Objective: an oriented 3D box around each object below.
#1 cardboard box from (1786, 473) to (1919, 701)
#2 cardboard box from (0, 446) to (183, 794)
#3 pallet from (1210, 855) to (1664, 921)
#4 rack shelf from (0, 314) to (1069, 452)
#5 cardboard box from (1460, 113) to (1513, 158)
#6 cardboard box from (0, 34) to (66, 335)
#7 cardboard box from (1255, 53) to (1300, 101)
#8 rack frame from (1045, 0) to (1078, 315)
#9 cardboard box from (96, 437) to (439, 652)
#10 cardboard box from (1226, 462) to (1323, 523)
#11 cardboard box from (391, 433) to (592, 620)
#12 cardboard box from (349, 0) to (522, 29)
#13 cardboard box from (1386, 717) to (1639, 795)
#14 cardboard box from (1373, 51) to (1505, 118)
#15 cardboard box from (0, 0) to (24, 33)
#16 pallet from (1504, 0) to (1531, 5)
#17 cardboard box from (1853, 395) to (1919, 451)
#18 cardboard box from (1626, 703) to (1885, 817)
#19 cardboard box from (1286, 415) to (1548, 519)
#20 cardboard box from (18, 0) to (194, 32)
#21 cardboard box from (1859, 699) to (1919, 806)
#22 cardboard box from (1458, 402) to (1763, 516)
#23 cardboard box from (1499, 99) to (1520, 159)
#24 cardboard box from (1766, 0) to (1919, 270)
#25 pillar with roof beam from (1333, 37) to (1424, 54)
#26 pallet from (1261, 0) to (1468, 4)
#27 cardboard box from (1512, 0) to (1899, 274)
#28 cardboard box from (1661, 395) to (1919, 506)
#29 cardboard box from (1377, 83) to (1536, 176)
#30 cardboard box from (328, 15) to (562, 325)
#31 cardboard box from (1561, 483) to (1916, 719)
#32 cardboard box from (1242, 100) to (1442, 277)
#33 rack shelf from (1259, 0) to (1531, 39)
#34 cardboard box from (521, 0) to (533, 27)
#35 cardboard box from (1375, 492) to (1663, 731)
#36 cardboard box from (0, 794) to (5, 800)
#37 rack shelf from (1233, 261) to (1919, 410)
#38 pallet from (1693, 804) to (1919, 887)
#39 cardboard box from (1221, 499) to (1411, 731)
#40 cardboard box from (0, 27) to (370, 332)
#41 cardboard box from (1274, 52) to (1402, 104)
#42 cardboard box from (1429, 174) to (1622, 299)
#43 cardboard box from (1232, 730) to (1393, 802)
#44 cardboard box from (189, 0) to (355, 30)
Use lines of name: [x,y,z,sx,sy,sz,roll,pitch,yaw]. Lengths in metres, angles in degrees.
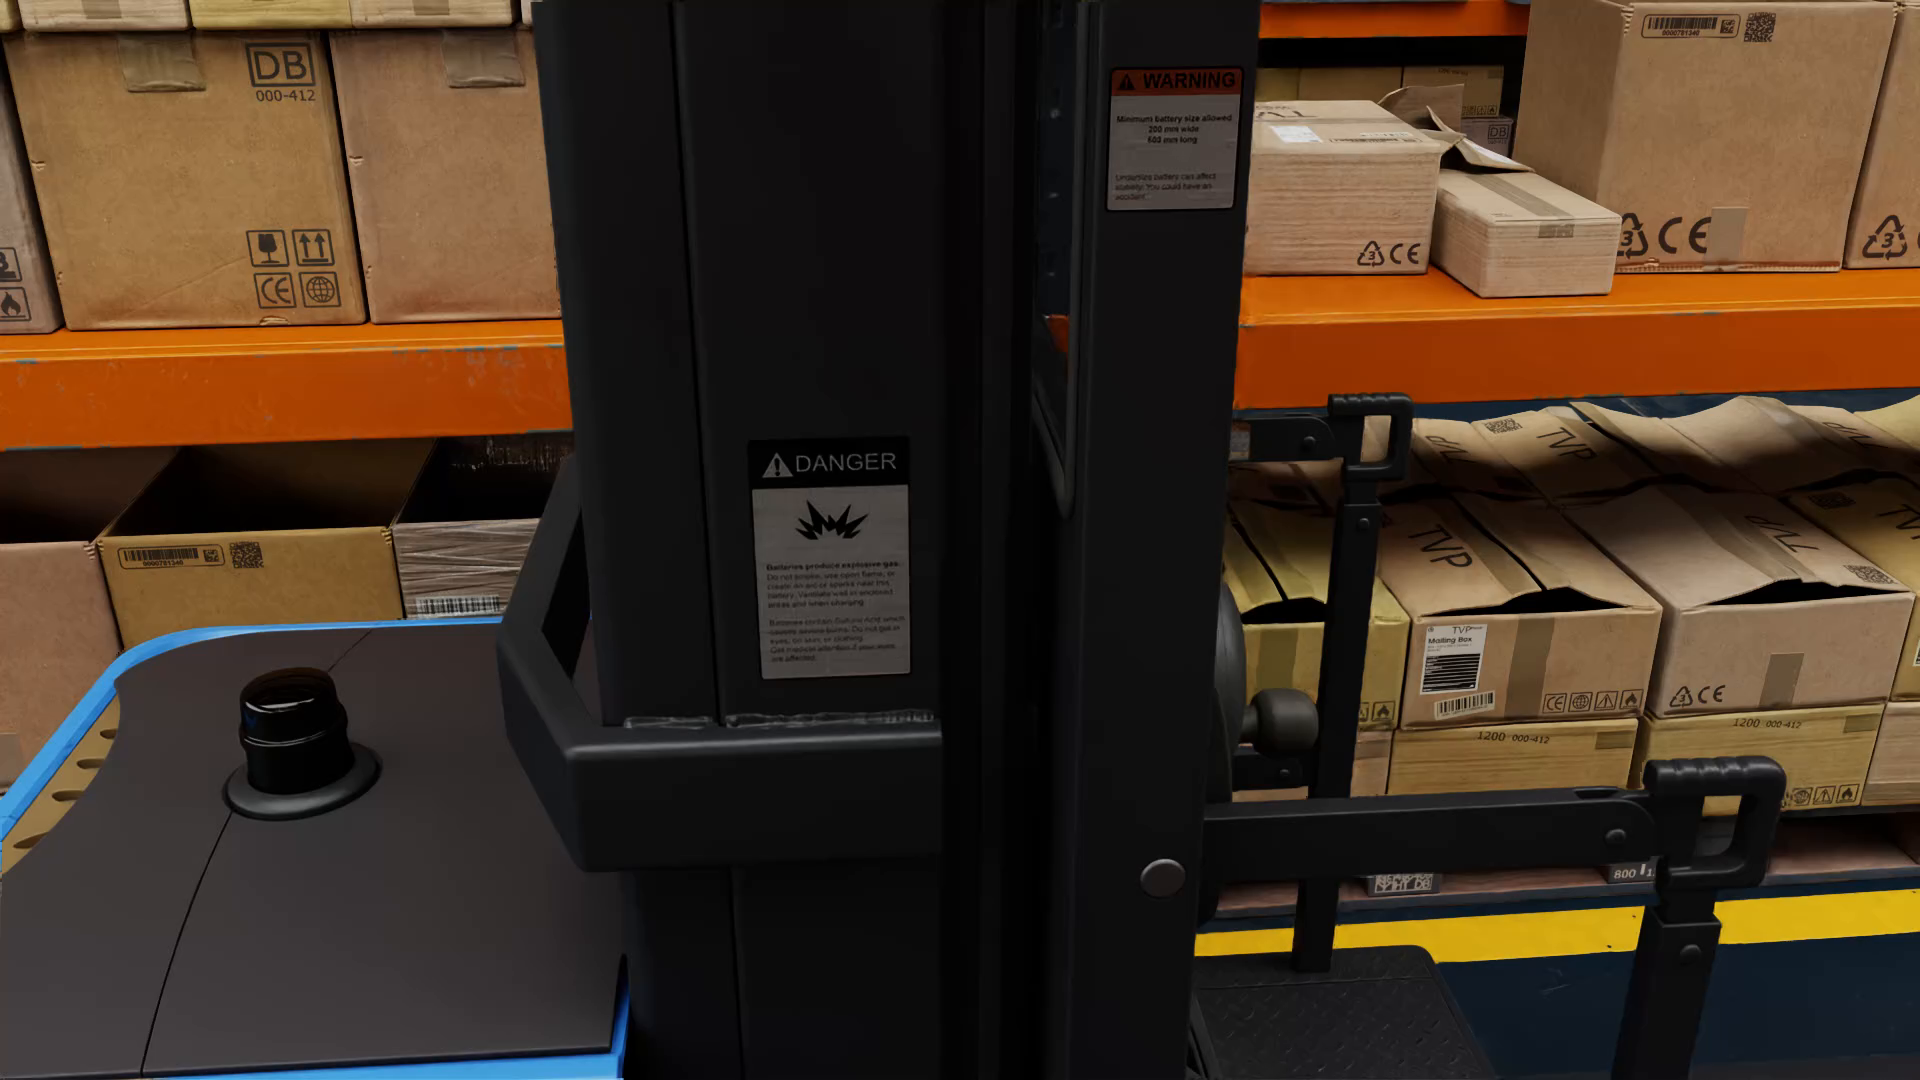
cardboard box: [2.119,0.081,3.554,0.500,0.311,0.500,-2,24,-4]
cardboard box: [-1.778,0.141,3.184,0.500,0.500,0.500,-2,24,-5]
pallet: [0.883,0.479,3.913,1.213,0.211,1.003,-2,24,-5]
rack shelf: [-1.836,-0.342,3.211,4.000,0.370,1.077,-2,24,-5]
cardboard box: [2.408,-1.947,8.474,0.500,0.500,0.700,-2,24,-5]
cardboard box: [-1.821,-0.712,3.037,0.500,0.500,0.700,-2,24,-4]
cardboard box: [1.349,-2.231,8.189,0.500,0.250,0.500,-3,24,-7]
rack frame: [0.154,-0.750,3.245,0.127,3.000,1.000,-2,24,-5]
cardboard box: [-1.282,0.115,3.242,0.500,0.500,0.500,-2,24,-5]
cardboard box: [0.529,-0.074,3.901,0.500,0.311,0.500,-2,24,-5]
cardboard box: [-0.785,0.094,3.291,0.500,0.500,0.500,-2,24,-5]
cardboard box: [-0.864,-0.963,2.803,0.250,0.149,0.380,-2,24,-5]
cardboard box: [1.088,0.379,3.573,0.500,0.250,0.500,-2,24,-4]
cardboard box: [2.359,-2.266,8.268,0.500,0.250,0.500,-2,24,-4]
cardboard box: [-1.623,-0.933,2.734,0.250,0.149,0.380,-2,24,-3]
pallet: [2.945,-2.753,7.986,1.003,0.211,1.213,-2,24,-5]
cardboard box: [2.555,-0.155,4.084,0.500,0.311,0.500,-3,24,-7]
cardboard box: [1.604,0.357,3.622,0.500,0.250,0.500,-3,24,-7]
cardboard box: [1.046,-0.097,3.953,0.500,0.311,0.500,-2,24,-4]
cardboard box: [-1.359,-0.945,2.761,0.250,0.149,0.380,-2,24,-4]
cardboard box: [2.110,0.337,3.667,0.500,0.250,0.500,-2,24,-4]
cardboard box: [1.543,-0.116,3.996,0.500,0.311,0.500,-2,24,-5]
cardboard box: [2.933,-1.921,8.414,0.500,0.500,0.700,-2,24,-4]
cardboard box: [1.942,-0.861,3.371,0.500,0.500,0.500,-2,24,-5]
pillar with roof beam: [2.688,-4.211,3.645,0.400,9.000,9.100,-2,24,-5]
pallet: [1.678,-2.729,7.932,1.213,0.211,1.003,-2,24,-5]
cardboard box: [1.444,-0.841,3.326,0.500,0.500,0.500,-1,24,-1]
cardboard box: [2.043,-0.135,4.038,0.500,0.311,0.500,-3,24,-6]
cardboard box: [1.011,-0.798,3.518,0.258,0.266,0.396,-3,24,-6]
cardboard box: [-0.811,-0.752,3.125,0.500,0.500,0.700,-3,24,-6]
cardboard box: [1.603,0.103,3.502,0.500,0.311,0.500,-3,24,-7]
cardboard box: [0.640,-0.719,3.359,0.500,0.250,0.500,-1,24,-2]
rack shelf: [1.654,-2.503,8.075,4.000,0.370,1.077,-2,24,-5]
cardboard box: [-0.602,-0.974,2.827,0.250,0.149,0.380,-3,24,-7]
cardboard box: [1.088,0.125,3.455,0.500,0.311,0.500,-3,24,-6]
cardboard box: [-1.778,0.483,3.338,0.500,0.250,0.500,-2,24,-5]
rack shelf: [2.144,-0.501,3.570,4.000,0.370,1.077,-2,24,-5]
pallet: [2.100,0.429,4.025,1.213,0.211,1.003,-2,24,-5]
cardboard box: [0.590,0.142,3.414,0.500,0.311,0.500,-2,24,-5]
cardboard box: [-1.311,-0.733,3.084,0.500,0.500,0.700,-2,24,-4]
cardboard box: [1.848,-2.244,8.217,0.500,0.250,0.500,-2,24,-5]
cardboard box: [1.056,-0.588,3.189,0.250,0.149,0.380,-2,24,-5]
cardboard box: [0.580,0.399,3.529,0.500,0.250,0.500,-3,24,-6]
cardboard box: [-1.108,-0.955,2.783,0.250,0.149,0.380,-2,24,-5]
